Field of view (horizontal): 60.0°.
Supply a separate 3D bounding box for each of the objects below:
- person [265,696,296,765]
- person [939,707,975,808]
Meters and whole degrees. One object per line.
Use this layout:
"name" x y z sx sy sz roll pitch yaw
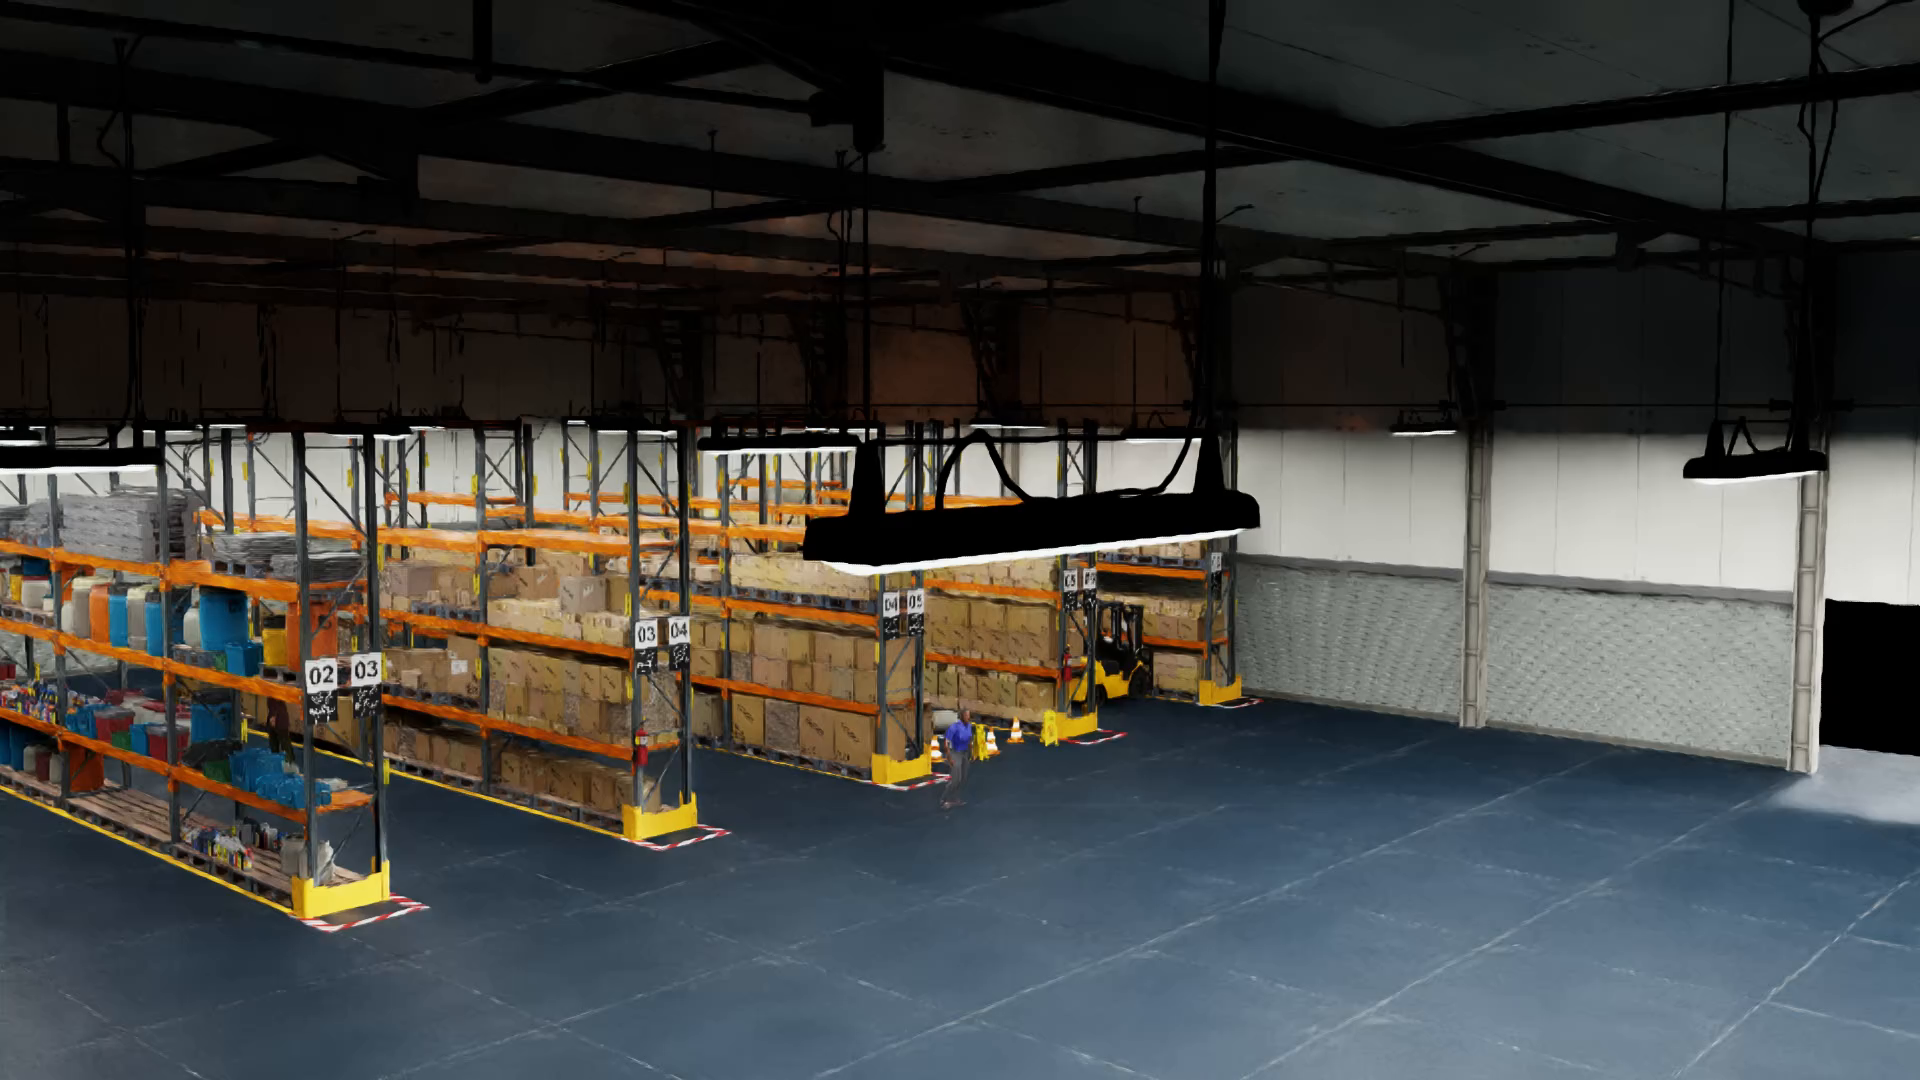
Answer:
"person" -11.960 3.057 29.005 0.639 1.773 0.673 -2 5 -25
"person" -0.037 3.410 26.133 0.514 1.589 0.593 4 6 40
